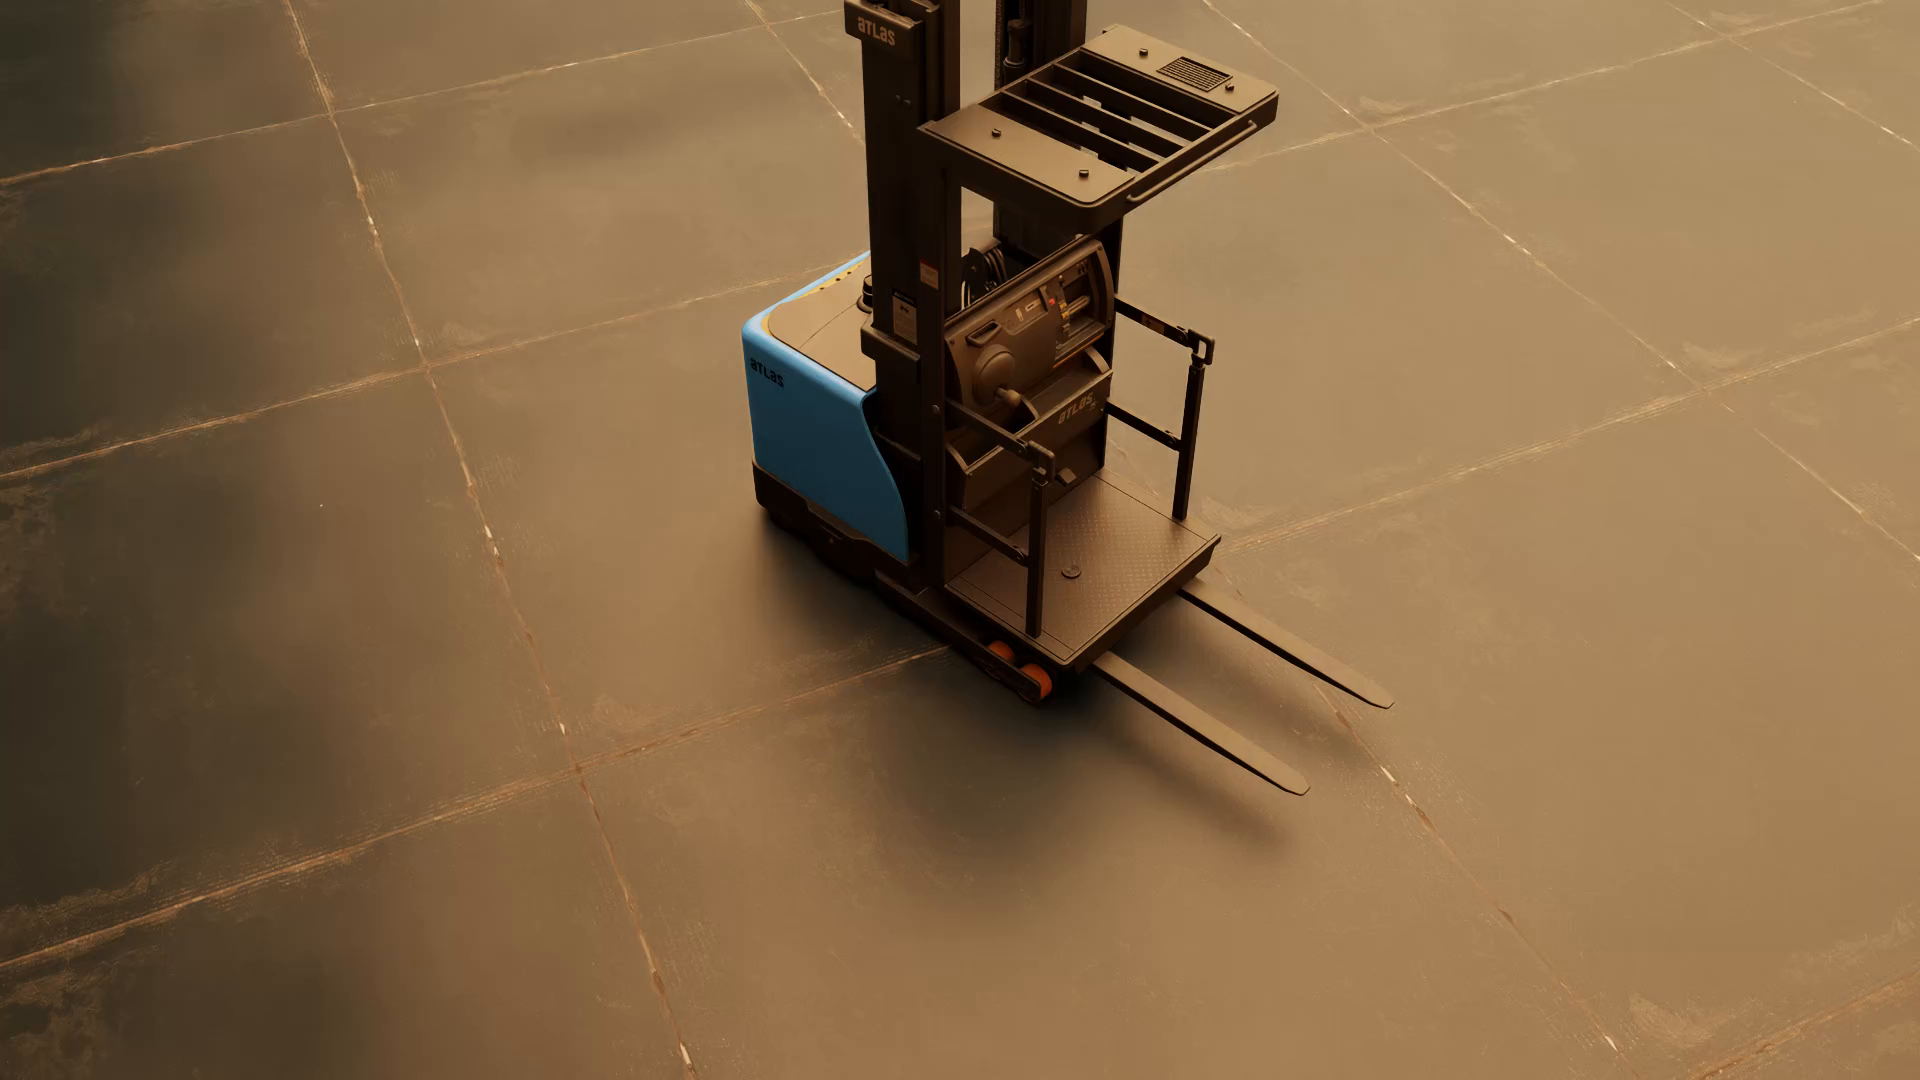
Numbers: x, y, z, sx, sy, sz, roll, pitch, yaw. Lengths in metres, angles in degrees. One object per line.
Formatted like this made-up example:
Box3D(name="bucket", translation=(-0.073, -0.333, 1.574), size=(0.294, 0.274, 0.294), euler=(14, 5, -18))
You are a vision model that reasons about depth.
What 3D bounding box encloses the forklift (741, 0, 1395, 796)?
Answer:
Box3D(name="forklift", translation=(0.445, -0.788, 6.525), size=(3.031, 2.935, 1.130), euler=(32, 52, 30))
